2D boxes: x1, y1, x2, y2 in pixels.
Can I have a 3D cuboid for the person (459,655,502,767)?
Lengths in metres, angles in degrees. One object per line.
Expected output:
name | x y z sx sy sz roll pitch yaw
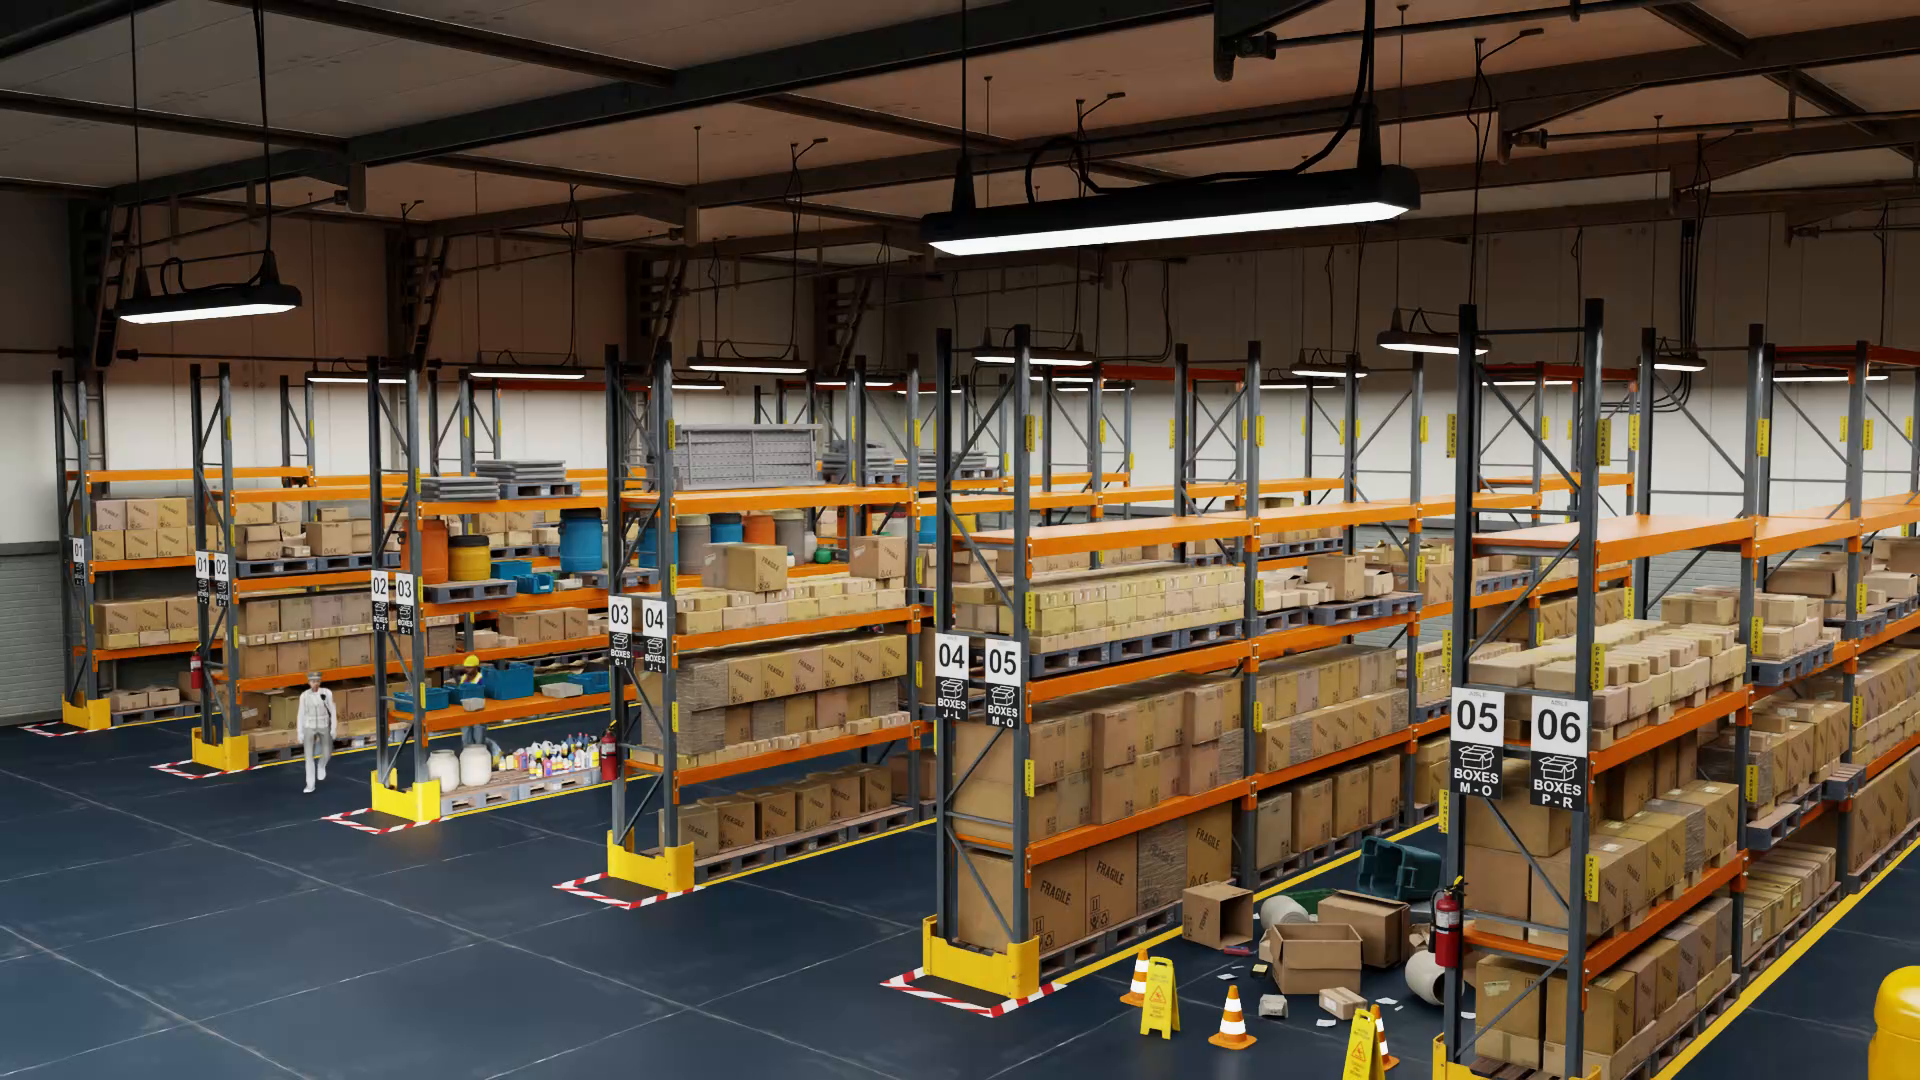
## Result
person | -7.078 2.538 24.439 0.627 1.744 0.659 2 4 23

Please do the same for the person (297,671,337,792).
person | -9.008 2.645 23.294 0.529 1.649 0.758 -1 4 -19

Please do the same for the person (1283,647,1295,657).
person | 5.053 2.483 25.764 0.441 1.674 0.590 2 5 30
